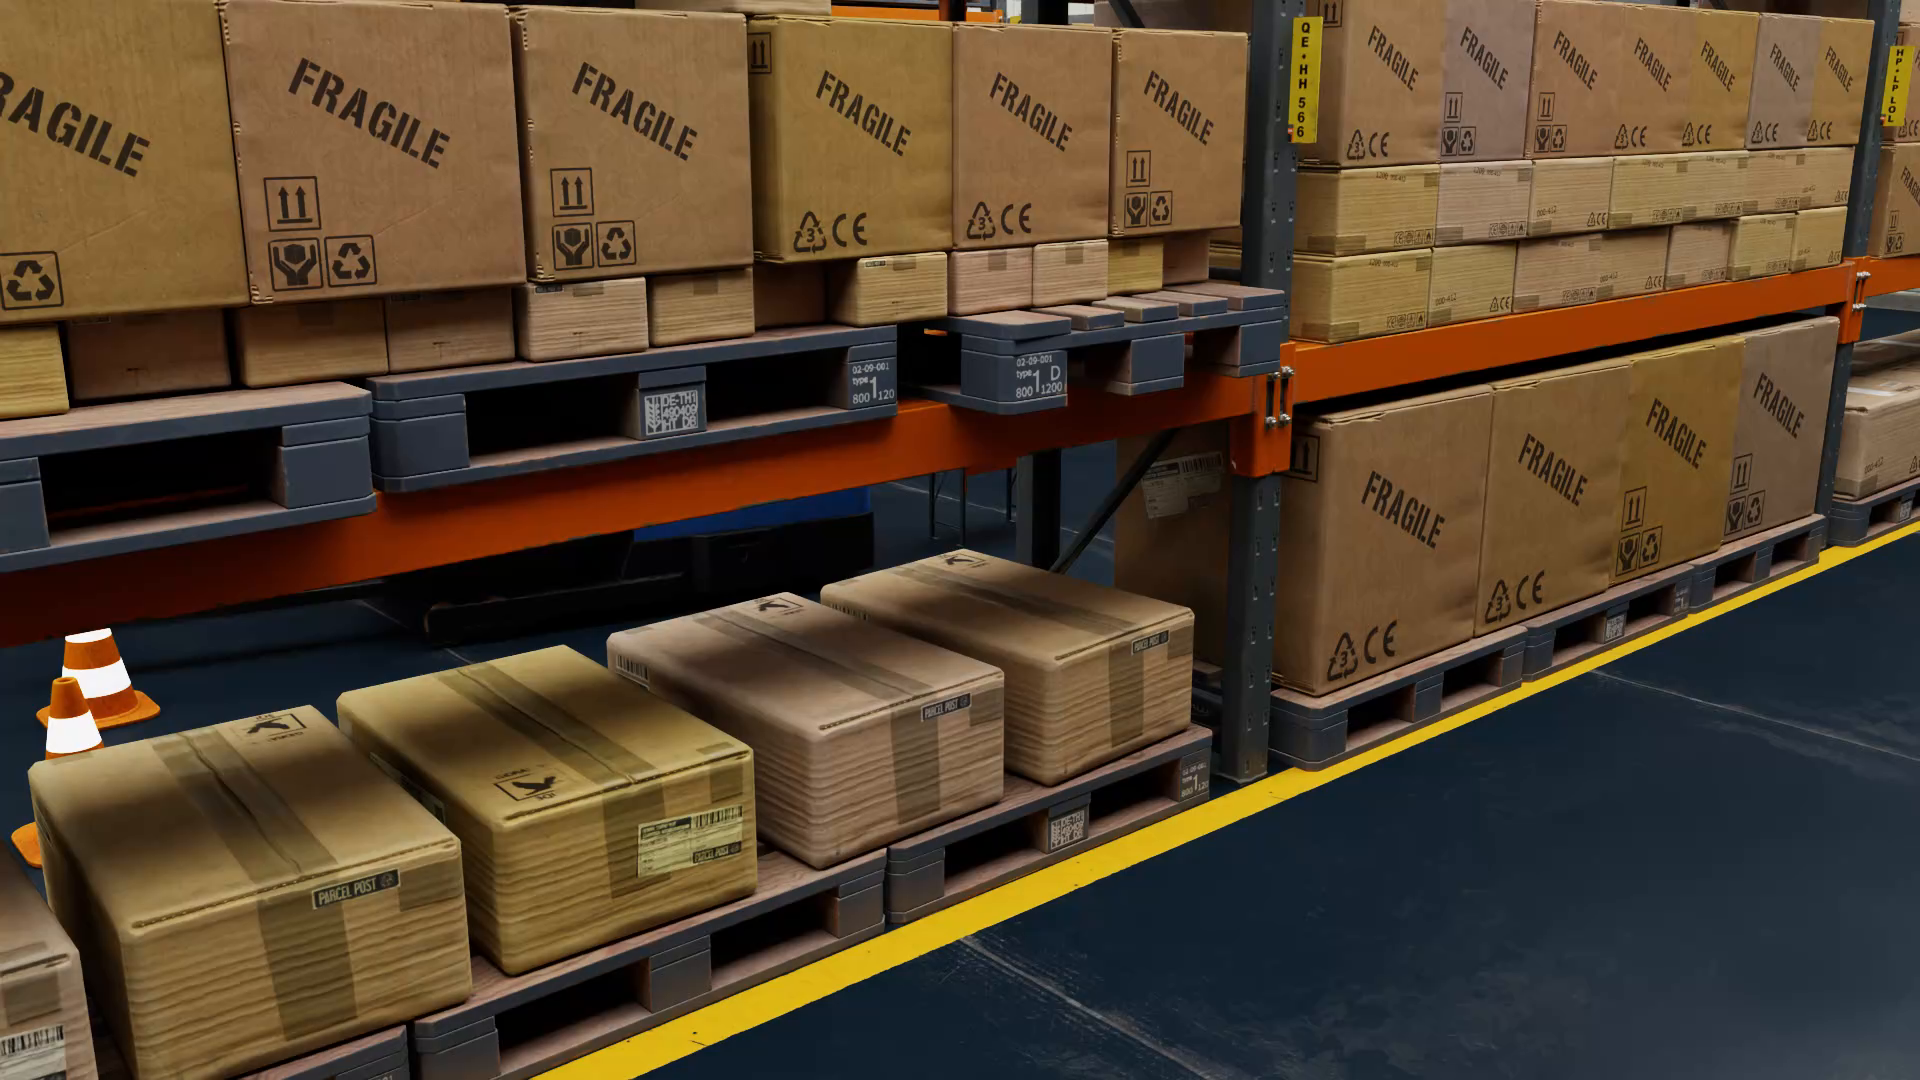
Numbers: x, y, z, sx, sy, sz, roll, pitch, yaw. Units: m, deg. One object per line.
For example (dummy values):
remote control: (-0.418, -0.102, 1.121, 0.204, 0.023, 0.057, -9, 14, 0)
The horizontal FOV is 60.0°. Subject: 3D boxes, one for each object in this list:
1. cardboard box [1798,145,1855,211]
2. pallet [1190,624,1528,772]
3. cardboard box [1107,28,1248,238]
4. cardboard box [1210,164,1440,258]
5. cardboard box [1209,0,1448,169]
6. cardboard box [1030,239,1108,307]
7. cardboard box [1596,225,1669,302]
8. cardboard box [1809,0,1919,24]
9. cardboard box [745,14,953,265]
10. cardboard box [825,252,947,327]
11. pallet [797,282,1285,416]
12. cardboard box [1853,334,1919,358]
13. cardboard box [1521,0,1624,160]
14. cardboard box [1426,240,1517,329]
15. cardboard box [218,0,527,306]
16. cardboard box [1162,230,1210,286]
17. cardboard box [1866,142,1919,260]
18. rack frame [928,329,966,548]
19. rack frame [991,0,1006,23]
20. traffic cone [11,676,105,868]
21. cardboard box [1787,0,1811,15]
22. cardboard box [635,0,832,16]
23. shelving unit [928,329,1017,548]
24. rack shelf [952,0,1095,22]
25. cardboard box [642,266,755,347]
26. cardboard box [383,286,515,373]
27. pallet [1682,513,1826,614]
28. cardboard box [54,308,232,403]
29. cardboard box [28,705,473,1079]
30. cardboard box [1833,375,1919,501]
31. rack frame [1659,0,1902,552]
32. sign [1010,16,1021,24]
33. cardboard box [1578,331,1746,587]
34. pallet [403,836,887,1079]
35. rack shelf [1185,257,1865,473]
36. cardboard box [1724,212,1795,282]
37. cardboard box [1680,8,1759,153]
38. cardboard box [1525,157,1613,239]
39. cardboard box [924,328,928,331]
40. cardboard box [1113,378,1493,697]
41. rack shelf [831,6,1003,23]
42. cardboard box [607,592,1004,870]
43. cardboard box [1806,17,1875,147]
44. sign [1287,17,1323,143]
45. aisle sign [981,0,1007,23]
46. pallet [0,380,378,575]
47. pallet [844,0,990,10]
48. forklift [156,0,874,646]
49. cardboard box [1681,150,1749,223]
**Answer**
cardboard box: (3.404, -1.540, 7.026, 0.500, 0.250, 0.500, -13, 20, -39)
pallet: (1.203, 0.413, 5.796, 1.213, 0.211, 1.003, -13, 19, -39)
cardboard box: (0.399, -1.079, 4.395, 0.500, 0.500, 0.500, -13, 20, -41)
cardboard box: (1.104, -1.022, 5.087, 0.500, 0.250, 0.500, -13, 20, -40)
cardboard box: (1.092, -1.383, 4.984, 0.500, 0.500, 0.500, -14, 20, -41)
cardboard box: (0.151, -0.685, 4.175, 0.250, 0.149, 0.380, -13, 20, -40)
cardboard box: (2.239, -1.040, 6.120, 0.500, 0.250, 0.500, -13, 19, -39)
cardboard box: (3.985, -2.341, 7.313, 0.250, 0.149, 0.380, -13, 20, -40)
cardboard box: (-0.364, -0.904, 3.738, 0.500, 0.500, 0.500, -14, 21, -43)
cardboard box: (-0.243, -0.594, 3.836, 0.250, 0.149, 0.380, -12, 19, -38)
pallet: (0.092, -0.581, 4.486, 1.003, 0.211, 1.213, -13, 19, -39)
cardboard box: (5.477, -0.848, 9.263, 0.875, 0.438, 0.875, -12, 19, -38)
cardboard box: (1.860, -1.553, 5.622, 0.500, 0.500, 0.500, -12, 19, -38)
cardboard box: (1.469, -0.868, 5.476, 0.500, 0.250, 0.500, -13, 20, -41)
cardboard box: (-1.157, -0.723, 3.059, 0.500, 0.500, 0.500, -13, 20, -40)
cardboard box: (0.466, -0.796, 4.590, 0.250, 0.149, 0.380, -12, 19, -37)
cardboard box: (4.103, -1.570, 7.622, 0.500, 0.500, 0.500, -12, 19, -38)
rack frame: (-0.059, -0.566, 7.545, 0.015, 1.200, 0.240, -13, 19, -39)
rack frame: (0.089, -4.100, 17.287, 0.127, 3.000, 1.000, -13, 19, -39)
traffic cone: (-2.442, 0.605, 4.588, 0.334, 0.463, 0.336, -13, 19, -39)
cardboard box: (3.870, -2.476, 7.818, 0.250, 0.149, 0.380, -12, 19, -38)
cardboard box: (-0.490, -1.192, 3.559, 0.250, 0.149, 0.380, -14, 20, -42)
shelving unit: (0.125, -0.608, 7.700, 0.503, 1.200, 0.258, -13, 19, -39)
rack shelf: (1.760, -3.880, 12.046, 4.000, 0.370, 1.077, -13, 19, -39)
cardboard box: (-0.650, -0.518, 3.549, 0.250, 0.149, 0.380, -13, 20, -41)
cardboard box: (-1.067, -0.432, 3.228, 0.250, 0.149, 0.380, -12, 19, -39)
pallet: (3.044, -0.001, 7.343, 1.213, 0.211, 1.003, -13, 19, -39)
cardboard box: (-1.476, -0.355, 2.940, 0.250, 0.149, 0.380, -11, 19, -36)
cardboard box: (-1.524, 0.717, 3.532, 0.625, 0.372, 0.950, -11, 19, -36)
cardboard box: (4.121, -0.544, 8.124, 0.875, 0.438, 0.875, -13, 20, -40)
rack frame: (3.577, -1.493, 7.528, 0.127, 3.000, 1.000, -13, 19, -39)
sign: (0.192, -1.483, 5.244, 0.005, 0.325, 0.100, -13, 19, -39)
cardboard box: (2.485, -0.394, 6.718, 0.875, 0.875, 0.875, -12, 19, -38)
pallet: (-0.951, 0.869, 4.087, 1.213, 0.211, 1.003, -13, 19, -39)
rack shelf: (2.068, -0.807, 6.352, 4.000, 0.370, 1.077, -13, 19, -39)
cardboard box: (3.019, -1.210, 6.757, 0.500, 0.250, 0.500, -13, 20, -40)
cardboard box: (2.624, -1.729, 6.279, 0.500, 0.500, 0.500, -12, 19, -38)
cardboard box: (1.878, -1.192, 5.721, 0.500, 0.250, 0.500, -13, 20, -40)
cardboard box: (-0.529, -1.174, 10.362, 0.500, 0.500, 0.500, -13, 20, -41)
cardboard box: (1.135, -0.093, 5.589, 0.875, 0.875, 0.875, -13, 20, -40)
rack shelf: (-1.420, -4.863, 15.725, 4.000, 0.370, 1.077, -13, 19, -39)
cardboard box: (-0.425, 0.471, 4.451, 0.625, 0.372, 0.950, -13, 20, -40)
cardboard box: (3.405, -1.900, 6.920, 0.500, 0.500, 0.500, -12, 19, -38)
sign: (0.923, -1.233, 4.462, 0.005, 0.325, 0.100, -13, 19, -39)
aisle sign: (0.340, -5.310, 16.779, 0.004, 0.787, 0.394, -13, 19, -39)
pallet: (-1.786, -0.146, 2.858, 1.213, 0.211, 1.003, -13, 19, -39)
pallet: (-0.464, -5.379, 16.434, 1.213, 0.211, 1.003, -13, 19, -39)
forklift: (-1.914, -1.172, 6.458, 3.031, 2.935, 1.130, -8, 17, -26)
cardboard box: (2.645, -1.365, 6.371, 0.500, 0.250, 0.500, -12, 19, -38)
